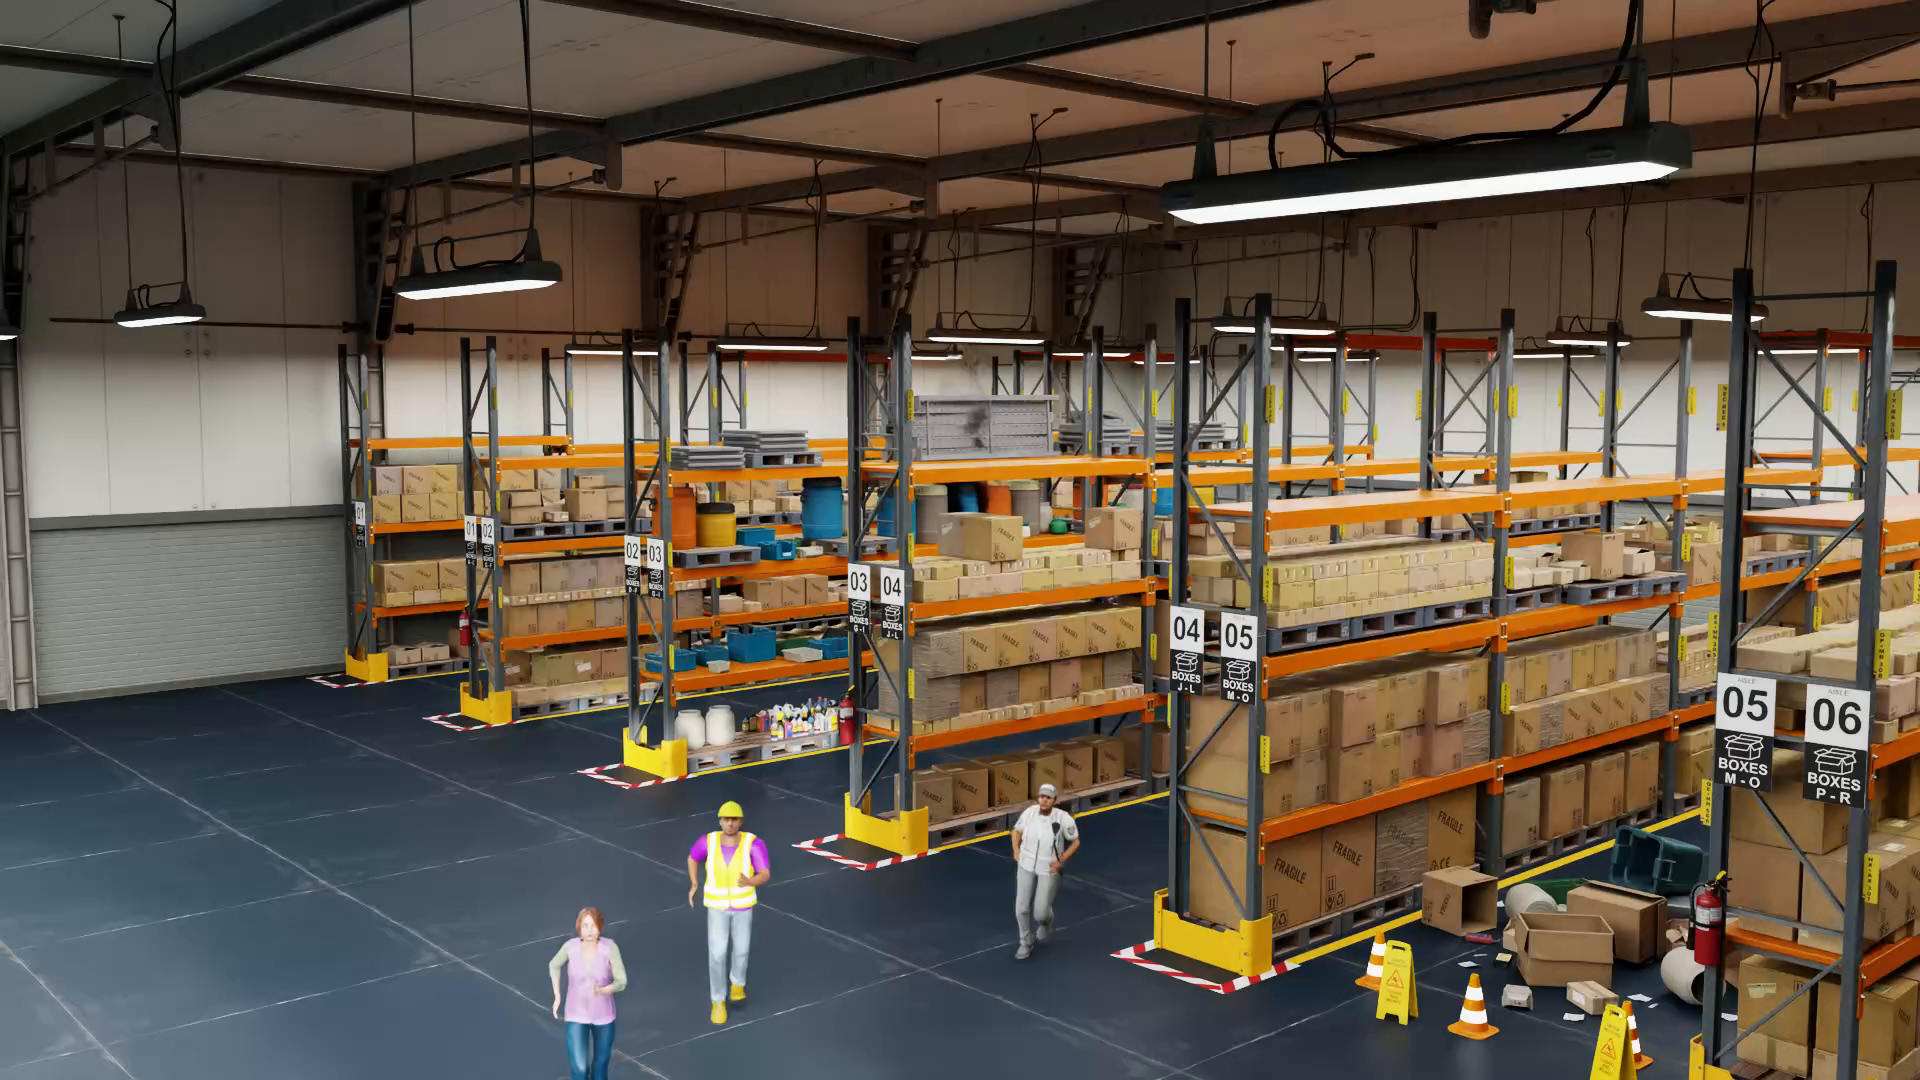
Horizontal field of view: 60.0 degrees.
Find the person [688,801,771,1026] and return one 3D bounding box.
[{"bbox_3d":[-1.903,3.060,13.754,0.669,1.823,0.751,-1,5,-10],"label":"person"}]

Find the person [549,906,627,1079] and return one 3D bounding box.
[{"bbox_3d":[-2.561,3.336,11.491,0.507,1.646,0.728,-2,5,-17],"label":"person"}]

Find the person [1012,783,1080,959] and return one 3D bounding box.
[{"bbox_3d":[0.762,3.013,15.218,0.635,1.614,0.562,2,6,22],"label":"person"}]
